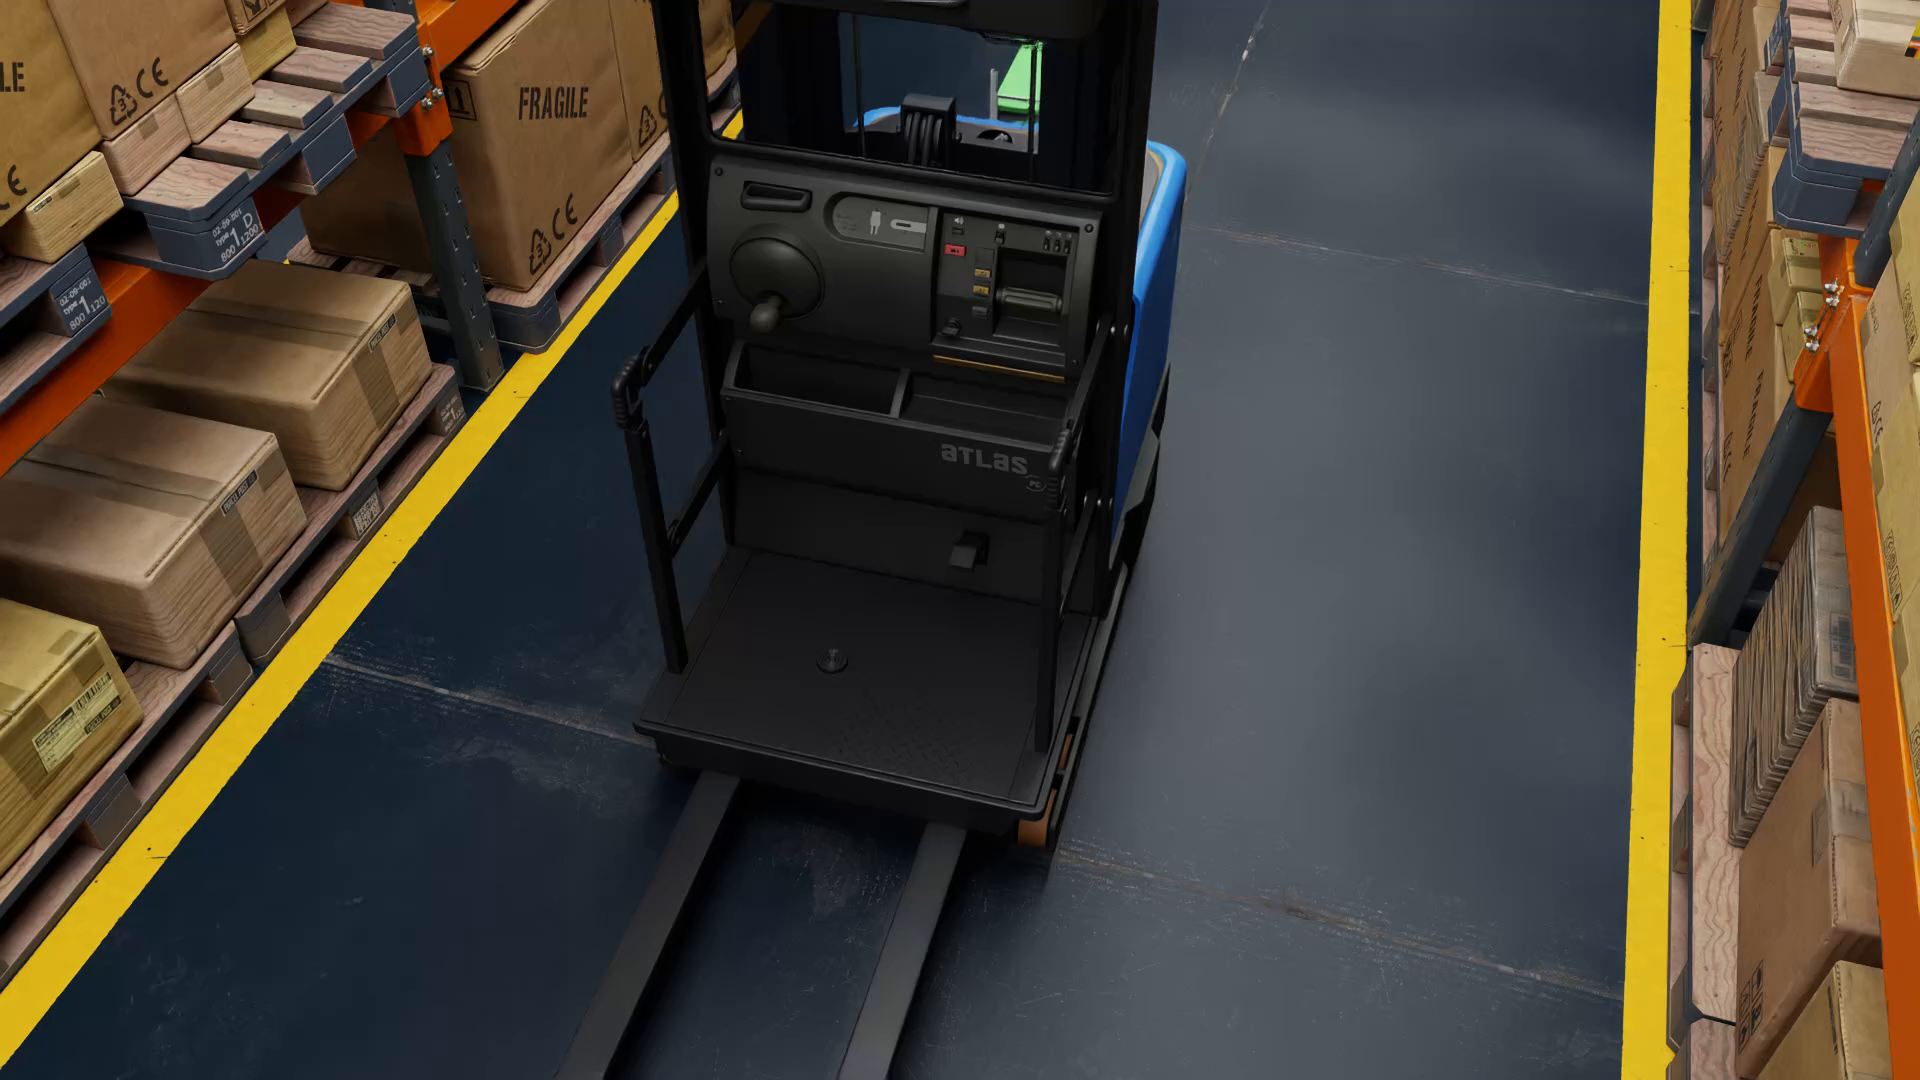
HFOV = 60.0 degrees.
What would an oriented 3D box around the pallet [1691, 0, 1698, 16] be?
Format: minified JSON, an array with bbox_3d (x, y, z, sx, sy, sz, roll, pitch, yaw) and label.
[{"bbox_3d":[4.060,-2.801,7.962,1.003,0.211,1.213,13,46,13],"label":"pallet"}]

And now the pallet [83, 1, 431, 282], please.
[{"bbox_3d":[-2.206,-1.157,4.425,1.213,0.211,1.003,13,46,13],"label":"pallet"}]

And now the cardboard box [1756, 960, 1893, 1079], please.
[{"bbox_3d":[2.044,1.323,3.150,0.875,0.625,0.625,11,45,11],"label":"cardboard box"}]

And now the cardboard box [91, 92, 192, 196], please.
[{"bbox_3d":[-2.097,-0.977,3.983,0.380,0.149,0.250,11,45,11],"label":"cardboard box"}]

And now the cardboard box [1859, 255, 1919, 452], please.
[{"bbox_3d":[2.273,-0.376,3.597,0.500,0.250,0.500,13,46,13],"label":"cardboard box"}]

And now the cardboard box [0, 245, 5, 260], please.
[{"bbox_3d":[-2.363,-0.650,3.649,0.380,0.149,0.250,13,46,13],"label":"cardboard box"}]

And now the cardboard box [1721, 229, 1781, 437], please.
[{"bbox_3d":[2.725,-0.590,5.195,0.500,0.500,0.500,12,46,12],"label":"cardboard box"}]

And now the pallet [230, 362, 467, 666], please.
[{"bbox_3d":[-2.330,-0.206,5.309,1.003,0.211,1.213,13,46,13],"label":"pallet"}]

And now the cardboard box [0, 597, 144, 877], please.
[{"bbox_3d":[-2.723,0.439,4.236,0.950,0.372,0.625,14,46,14],"label":"cardboard box"}]

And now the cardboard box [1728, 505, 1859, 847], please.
[{"bbox_3d":[2.438,0.437,4.056,0.875,0.625,0.625,14,46,14],"label":"cardboard box"}]

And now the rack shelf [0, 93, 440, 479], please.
[{"bbox_3d":[-2.698,-0.133,3.755,1.077,0.370,4.000,13,46,13],"label":"rack shelf"}]

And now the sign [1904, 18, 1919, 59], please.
[{"bbox_3d":[2.120,-1.168,3.528,0.100,0.325,0.005,13,46,13],"label":"sign"}]

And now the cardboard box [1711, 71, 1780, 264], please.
[{"bbox_3d":[3.020,-1.289,5.910,0.500,0.500,0.500,11,45,11],"label":"cardboard box"}]

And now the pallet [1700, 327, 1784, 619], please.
[{"bbox_3d":[2.902,-0.167,5.270,1.003,0.211,1.213,13,46,13],"label":"pallet"}]

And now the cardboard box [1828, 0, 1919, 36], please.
[{"bbox_3d":[2.651,-1.542,4.488,0.500,0.250,0.500,11,45,11],"label":"cardboard box"}]

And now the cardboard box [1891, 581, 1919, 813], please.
[{"bbox_3d":[1.966,0.303,2.903,0.500,0.250,0.500,11,45,11],"label":"cardboard box"}]

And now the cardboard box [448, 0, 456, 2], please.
[{"bbox_3d":[-1.704,-1.942,5.197,0.500,0.250,0.500,12,46,12],"label":"cardboard box"}]

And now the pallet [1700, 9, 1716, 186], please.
[{"bbox_3d":[3.641,-1.793,6.932,1.003,0.211,1.213,13,46,13],"label":"pallet"}]

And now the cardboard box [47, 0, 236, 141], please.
[{"bbox_3d":[-2.111,-1.306,3.856,0.500,0.500,0.500,12,46,12],"label":"cardboard box"}]

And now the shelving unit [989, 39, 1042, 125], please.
[{"bbox_3d":[0.275,-1.120,5.537,0.258,1.200,0.503,11,45,11],"label":"shelving unit"}]

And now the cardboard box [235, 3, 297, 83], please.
[{"bbox_3d":[-1.979,-1.321,4.334,0.380,0.149,0.250,13,46,13],"label":"cardboard box"}]

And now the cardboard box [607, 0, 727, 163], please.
[{"bbox_3d":[-1.529,-2.150,6.521,0.875,0.875,0.875,13,46,13],"label":"cardboard box"}]

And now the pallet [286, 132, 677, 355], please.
[{"bbox_3d":[-1.781,-1.236,6.362,1.003,0.211,1.213,13,46,13],"label":"pallet"}]

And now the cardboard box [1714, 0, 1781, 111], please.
[{"bbox_3d":[3.338,-1.965,6.601,0.500,0.500,0.500,12,46,12],"label":"cardboard box"}]

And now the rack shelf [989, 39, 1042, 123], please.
[{"bbox_3d":[0.275,-1.418,5.246,0.258,0.148,0.480,11,45,11],"label":"rack shelf"}]

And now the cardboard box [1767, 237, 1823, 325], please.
[{"bbox_3d":[2.601,-0.734,4.879,0.380,0.149,0.250,10,45,10],"label":"cardboard box"}]

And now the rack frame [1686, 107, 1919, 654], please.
[{"bbox_3d":[2.640,-0.674,3.794,1.000,3.000,0.127,13,46,13],"label":"rack frame"}]

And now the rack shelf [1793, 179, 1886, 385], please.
[{"bbox_3d":[3.246,-1.750,5.408,1.077,0.370,4.000,13,46,13],"label":"rack shelf"}]

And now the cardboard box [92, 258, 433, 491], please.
[{"bbox_3d":[-2.272,-0.559,5.255,0.950,0.372,0.625,10,45,10],"label":"cardboard box"}]

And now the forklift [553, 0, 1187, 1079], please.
[{"bbox_3d":[-0.198,-0.543,3.710,1.130,2.935,3.031,11,45,11],"label":"forklift"}]

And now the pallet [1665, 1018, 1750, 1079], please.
[{"bbox_3d":[1.982,1.674,3.389,1.003,0.211,1.213,13,46,13],"label":"pallet"}]
